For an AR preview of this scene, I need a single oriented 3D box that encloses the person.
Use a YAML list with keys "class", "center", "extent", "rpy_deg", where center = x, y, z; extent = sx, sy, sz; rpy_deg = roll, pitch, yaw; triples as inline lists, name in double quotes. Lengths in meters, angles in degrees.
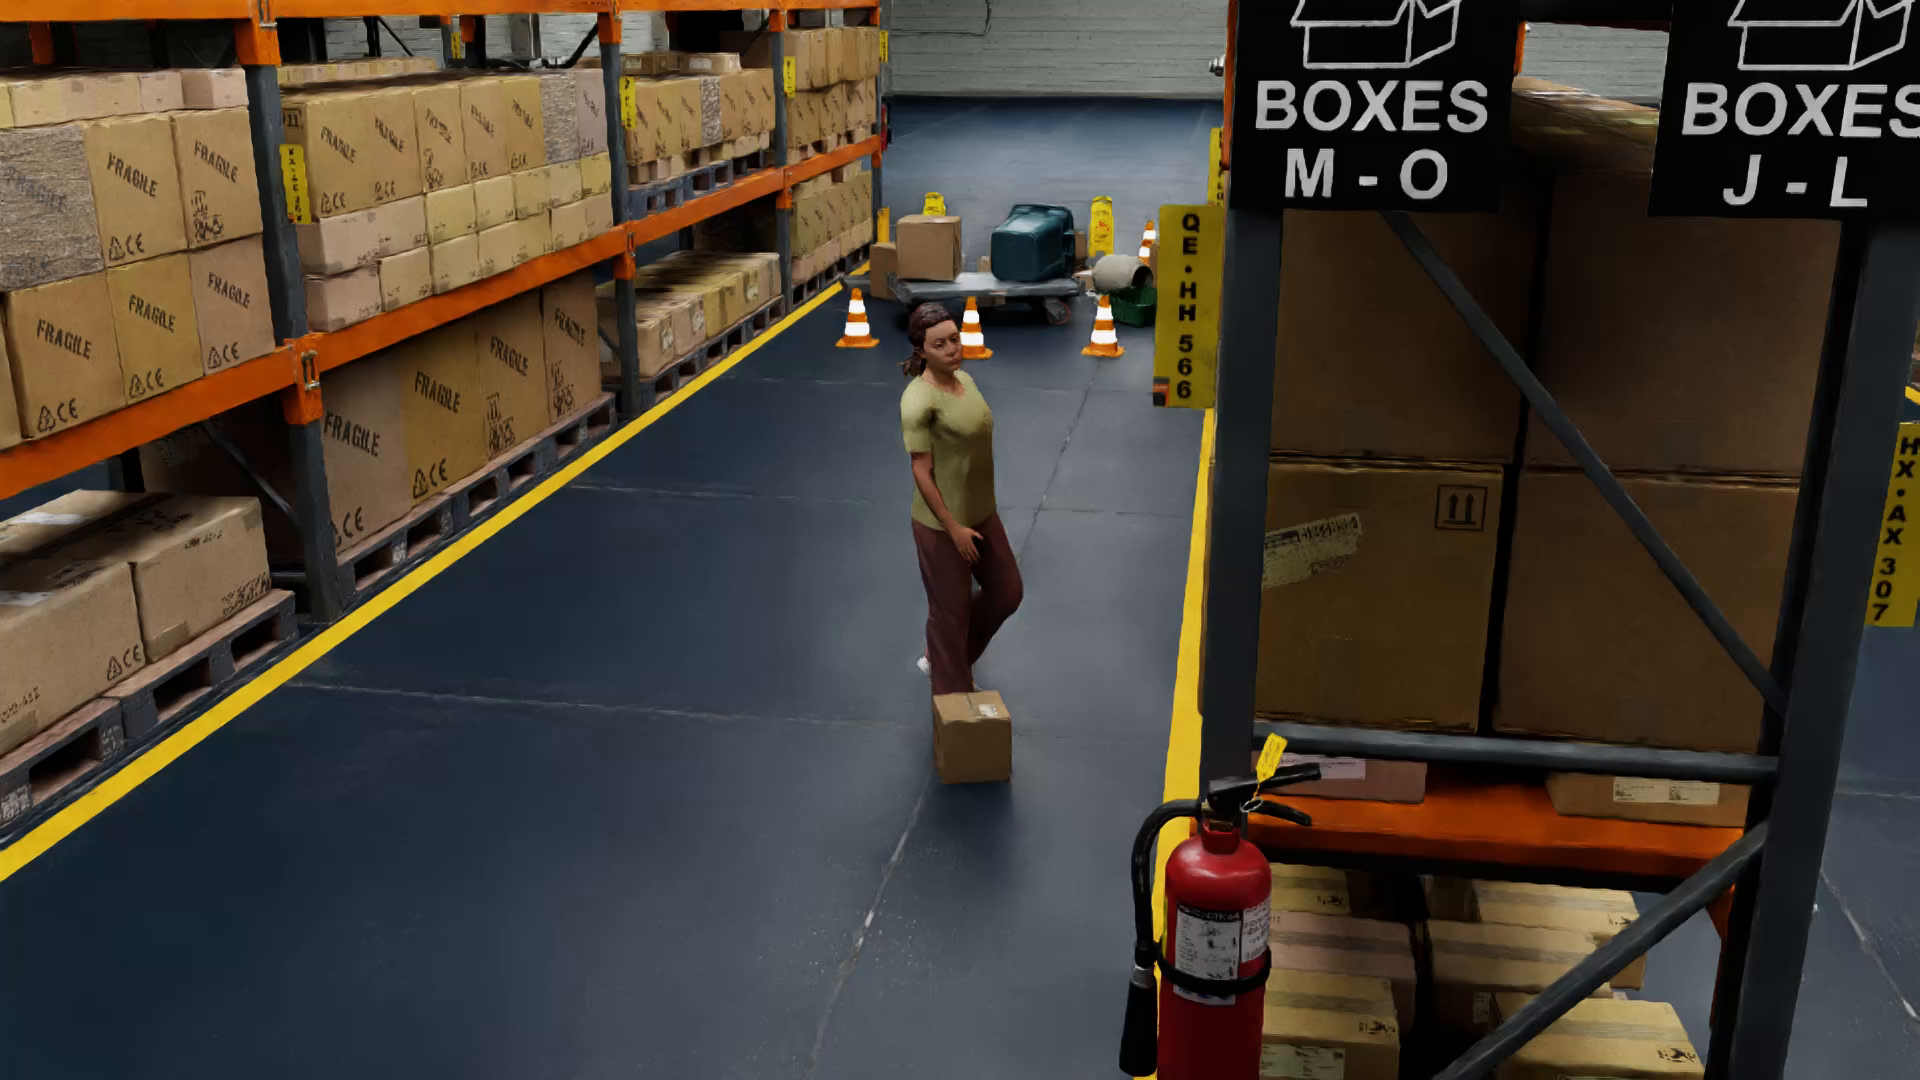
- class: "person"
  center: [-0.024, -0.067, 6.267]
  extent: [0.446, 1.647, 0.528]
  rpy_deg: [11, 21, 30]
